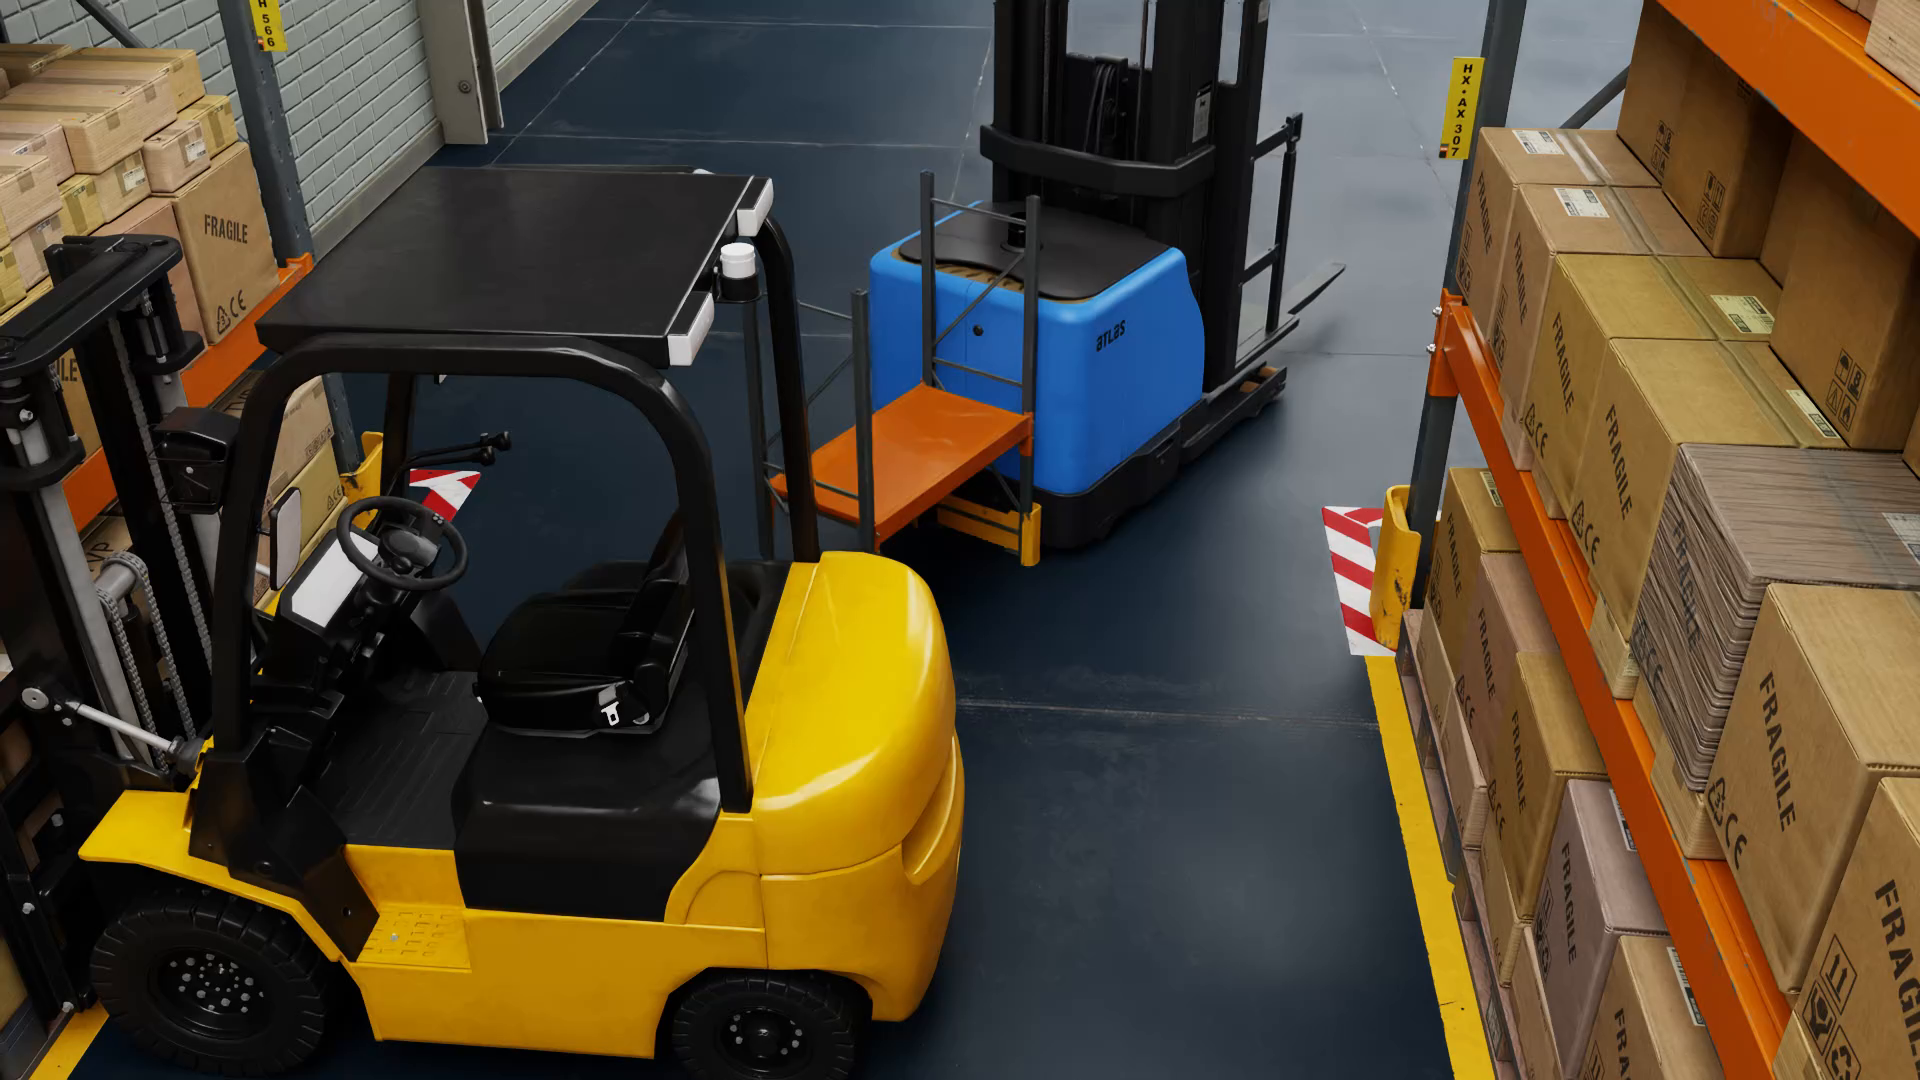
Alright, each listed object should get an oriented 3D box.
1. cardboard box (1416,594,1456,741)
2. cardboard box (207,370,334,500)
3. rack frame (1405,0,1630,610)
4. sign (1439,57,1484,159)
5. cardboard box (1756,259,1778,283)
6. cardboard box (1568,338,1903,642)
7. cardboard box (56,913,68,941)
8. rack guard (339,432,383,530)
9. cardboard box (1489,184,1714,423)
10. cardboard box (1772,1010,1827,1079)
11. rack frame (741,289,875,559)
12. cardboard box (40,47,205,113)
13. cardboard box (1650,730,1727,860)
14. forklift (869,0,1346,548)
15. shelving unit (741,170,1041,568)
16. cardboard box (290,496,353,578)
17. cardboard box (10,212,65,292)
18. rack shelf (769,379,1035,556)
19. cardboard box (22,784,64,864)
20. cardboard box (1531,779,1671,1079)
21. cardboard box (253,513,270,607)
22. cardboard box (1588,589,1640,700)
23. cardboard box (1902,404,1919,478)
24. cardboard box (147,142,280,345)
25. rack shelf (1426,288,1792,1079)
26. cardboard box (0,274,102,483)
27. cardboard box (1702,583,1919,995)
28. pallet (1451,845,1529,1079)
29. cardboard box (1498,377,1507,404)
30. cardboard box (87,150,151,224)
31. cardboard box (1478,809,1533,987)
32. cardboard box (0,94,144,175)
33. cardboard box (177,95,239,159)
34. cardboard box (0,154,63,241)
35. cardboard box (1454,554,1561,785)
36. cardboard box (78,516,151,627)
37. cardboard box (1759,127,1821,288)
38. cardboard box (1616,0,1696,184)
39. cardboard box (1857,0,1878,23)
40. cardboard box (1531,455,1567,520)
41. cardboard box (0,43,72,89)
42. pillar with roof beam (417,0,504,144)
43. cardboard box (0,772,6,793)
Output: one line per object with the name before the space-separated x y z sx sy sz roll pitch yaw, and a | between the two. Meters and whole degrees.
cardboard box | 1.798 0.421 5.428 0.500 0.250 0.500 2 32 4
cardboard box | -2.535 -0.371 5.760 0.500 0.250 0.500 3 32 6
rack frame | 2.139 -0.981 5.482 1.000 3.000 0.127 2 32 4
sign | 1.598 -1.372 5.293 0.100 0.325 0.005 2 32 4
cardboard box | 2.324 -0.593 4.474 0.500 0.500 0.500 3 32 4
cardboard box | 1.712 -0.110 3.691 0.500 0.500 0.500 2 32 3
cardboard box | -2.651 0.854 4.726 0.500 0.250 0.500 3 32 6
rack guard | -2.806 -0.139 6.499 1.175 0.500 0.348 2 32 4
cardboard box | 1.785 -0.643 4.556 0.500 0.500 0.500 3 32 5
cardboard box | 1.549 0.906 2.660 0.380 0.149 0.250 3 32 5
rack frame | -0.500 -0.195 5.637 0.500 1.500 0.032 20 37 28
cardboard box | -2.628 -1.440 5.230 0.380 0.149 0.250 3 32 4
cardboard box | 1.615 0.505 3.310 0.380 0.149 0.250 2 32 3
forklift | 0.875 -1.941 7.106 1.130 2.935 3.031 20 37 29
shelving unit | -0.220 -0.412 5.989 0.587 1.500 1.083 20 37 28
cardboard box | -2.532 0.060 6.014 0.500 0.250 0.500 3 32 4
cardboard box | -2.637 -0.777 4.439 0.380 0.149 0.250 1 32 2
rack shelf | -0.215 -0.263 6.090 0.538 0.185 1.000 20 37 28
cardboard box | -2.653 0.650 4.580 0.500 0.250 0.500 2 32 4
cardboard box | 1.674 0.930 3.888 0.500 0.500 0.500 4 32 7
cardboard box | -2.588 0.118 5.444 0.500 0.250 0.500 2 32 4
cardboard box | 1.651 0.237 3.746 0.380 0.149 0.250 3 32 4
cardboard box | 2.197 -0.232 2.936 0.700 0.500 0.500 2 32 3
cardboard box | -2.587 -0.965 5.361 0.500 0.500 0.500 2 32 3
rack shelf | 1.976 0.371 3.974 1.077 0.370 4.000 2 32 4
cardboard box | -2.680 -0.426 4.487 0.500 0.500 0.500 2 32 3
cardboard box | 1.637 0.429 2.815 0.500 0.500 0.500 3 32 6
pallet | 1.930 1.306 4.430 1.003 0.211 1.213 2 32 4
cardboard box | 1.796 -0.437 4.840 0.380 0.149 0.250 1 32 2
cardboard box | -2.631 -1.048 4.878 0.380 0.149 0.250 3 32 5
cardboard box | 1.717 0.974 4.532 0.500 0.250 0.500 5 32 7
cardboard box | -2.611 -1.172 4.795 0.380 0.149 0.250 3 32 5
cardboard box | -2.557 -1.316 5.313 0.380 0.149 0.250 3 32 5
cardboard box | -2.616 -0.904 4.360 0.380 0.149 0.250 3 32 5
cardboard box | 1.758 0.388 4.767 0.500 0.500 0.500 1 32 2
cardboard box | -2.602 0.161 4.897 0.500 0.250 0.500 3 32 5
cardboard box | 2.327 -0.764 3.798 0.700 0.500 0.500 2 32 3
cardboard box | 2.315 -1.299 4.667 0.700 0.500 0.500 2 32 3
cardboard box | 1.738 -0.907 2.743 0.380 0.149 0.250 3 32 5
cardboard box | 1.742 -0.170 4.406 0.380 0.149 0.250 3 32 5
cardboard box | -3.049 -1.470 5.278 0.380 0.149 0.250 2 32 3
pillar with roof beam | 1.016 -6.373 8.513 9.100 9.000 0.400 2 32 4
cardboard box | -2.701 0.700 4.023 0.500 0.250 0.500 3 32 6
